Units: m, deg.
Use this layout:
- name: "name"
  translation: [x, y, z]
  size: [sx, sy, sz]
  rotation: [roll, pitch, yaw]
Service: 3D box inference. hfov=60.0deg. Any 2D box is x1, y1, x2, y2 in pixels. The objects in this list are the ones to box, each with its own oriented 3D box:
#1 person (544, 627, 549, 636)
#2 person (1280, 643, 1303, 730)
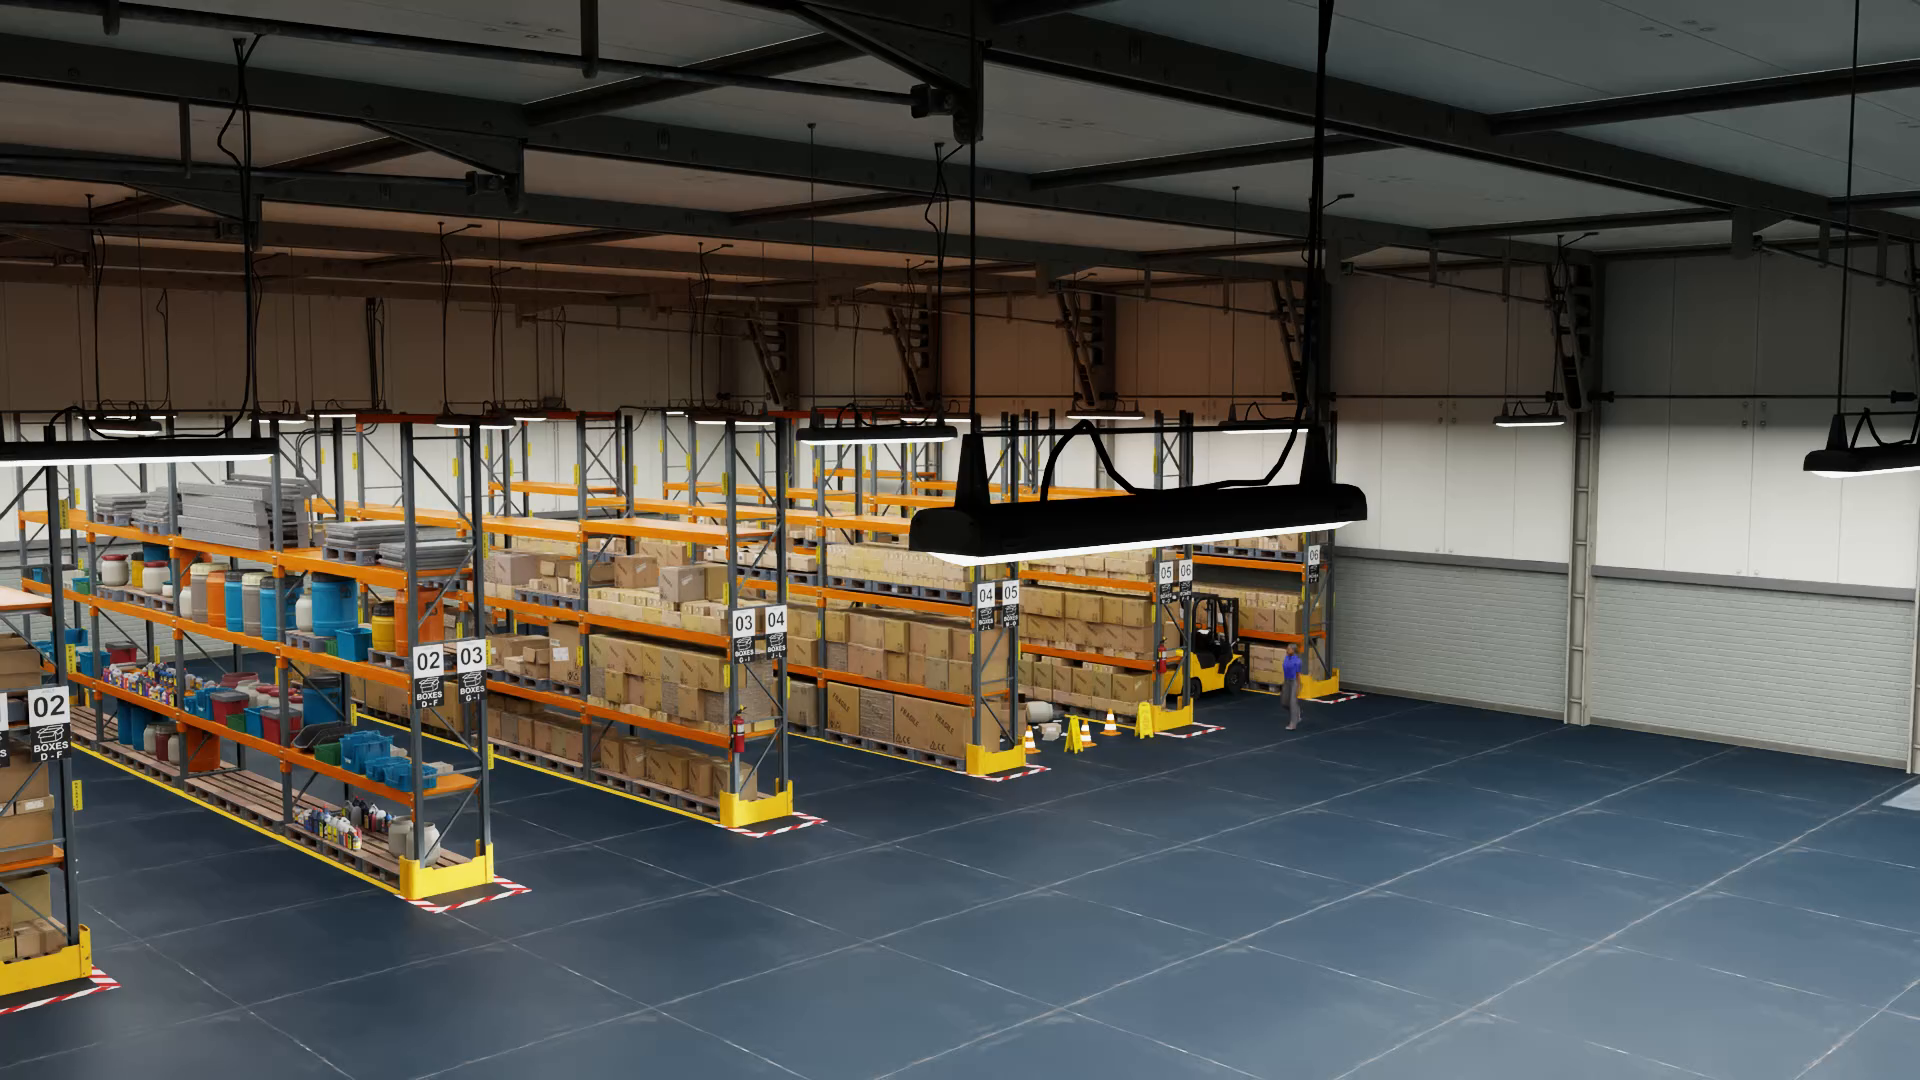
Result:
- name: "person"
  translation: [-10.856, 1.661, 43.940]
  size: [0.518, 1.699, 0.820]
  rotation: [1, 5, 14]
- name: "person"
  translation: [6.359, 2.755, 31.586]
  size: [0.572, 1.636, 0.439]
  rotation: [-4, 6, -39]
